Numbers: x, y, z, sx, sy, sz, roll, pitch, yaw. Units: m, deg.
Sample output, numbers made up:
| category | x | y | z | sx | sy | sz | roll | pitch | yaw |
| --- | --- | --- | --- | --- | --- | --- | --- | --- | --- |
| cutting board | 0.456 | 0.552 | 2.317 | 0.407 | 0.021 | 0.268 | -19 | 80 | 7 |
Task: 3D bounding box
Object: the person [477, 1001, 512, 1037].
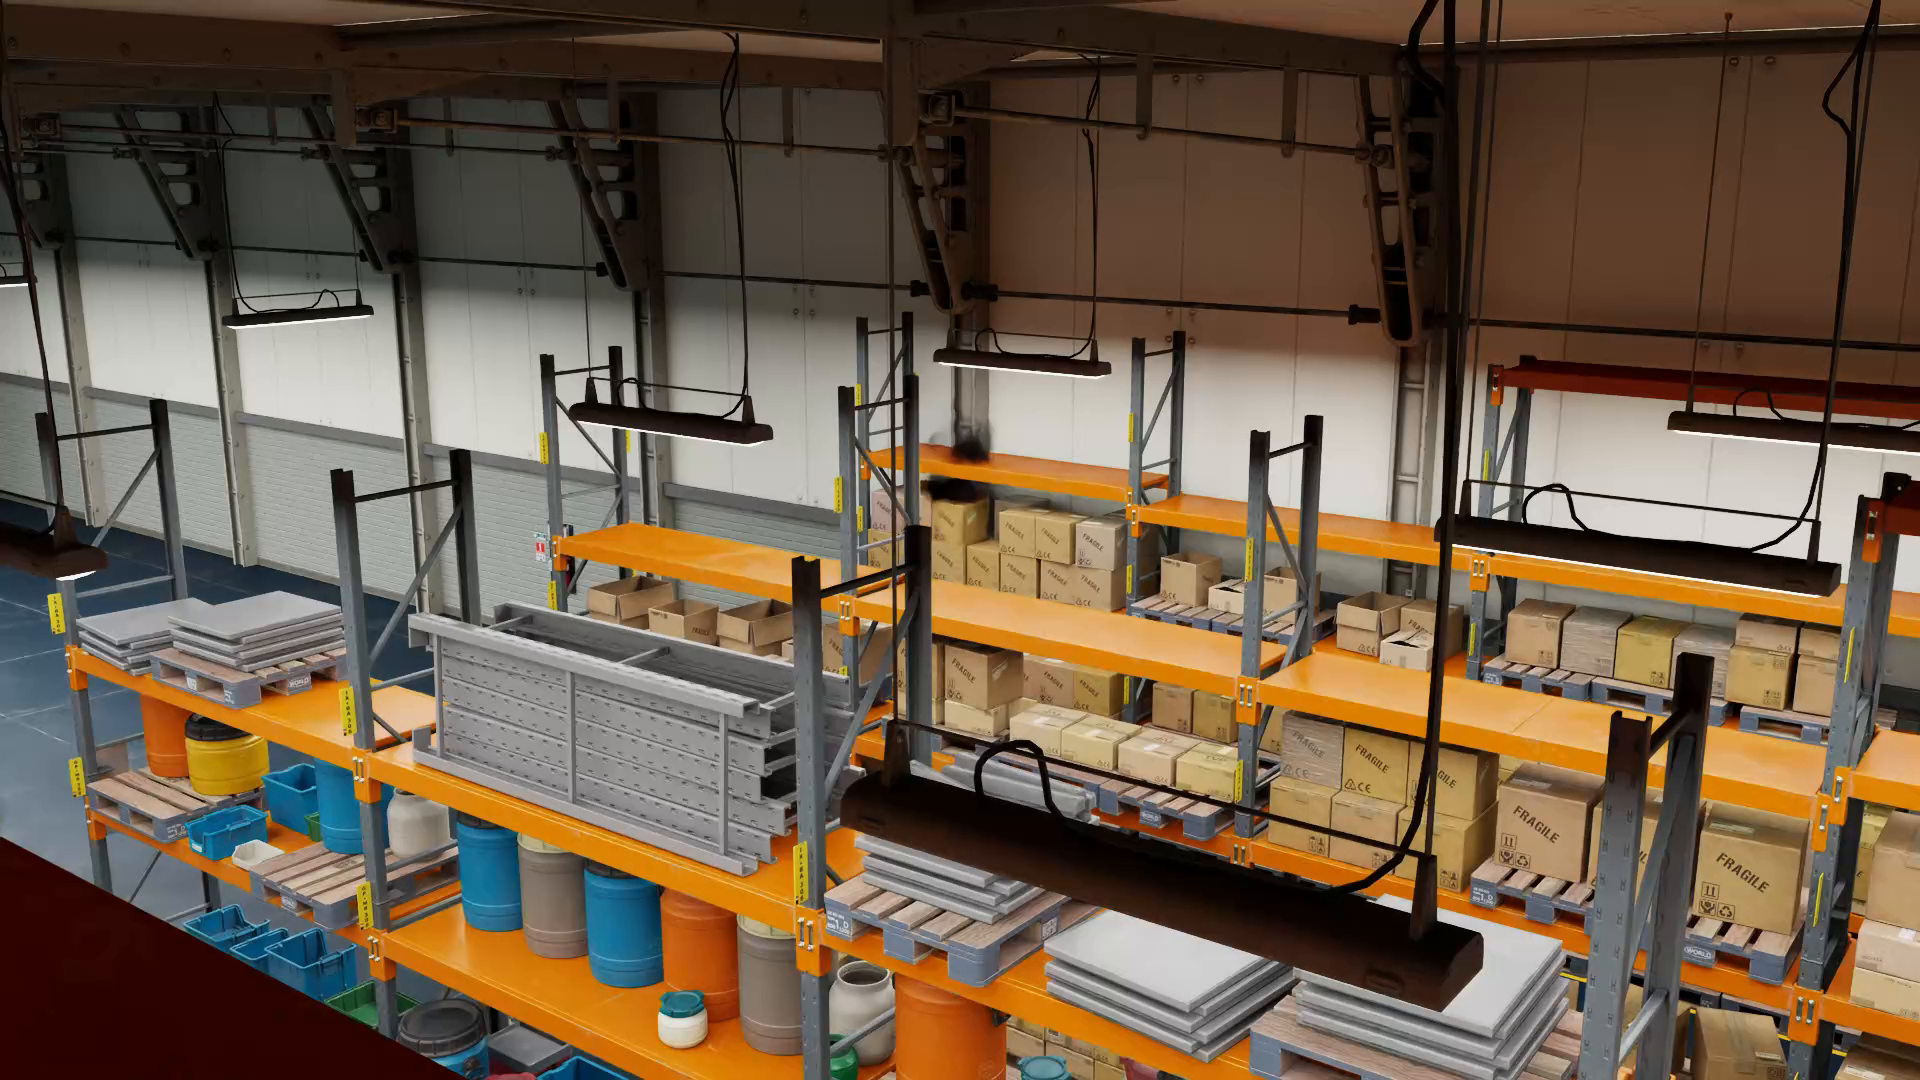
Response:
| category | x | y | z | sx | sy | sz | roll | pitch | yaw |
| --- | --- | --- | --- | --- | --- | --- | --- | --- | --- |
| person | -4.178 | 3.829 | 14.764 | 0.899 | 1.793 | 0.665 | 6 | 14 | 23 |
